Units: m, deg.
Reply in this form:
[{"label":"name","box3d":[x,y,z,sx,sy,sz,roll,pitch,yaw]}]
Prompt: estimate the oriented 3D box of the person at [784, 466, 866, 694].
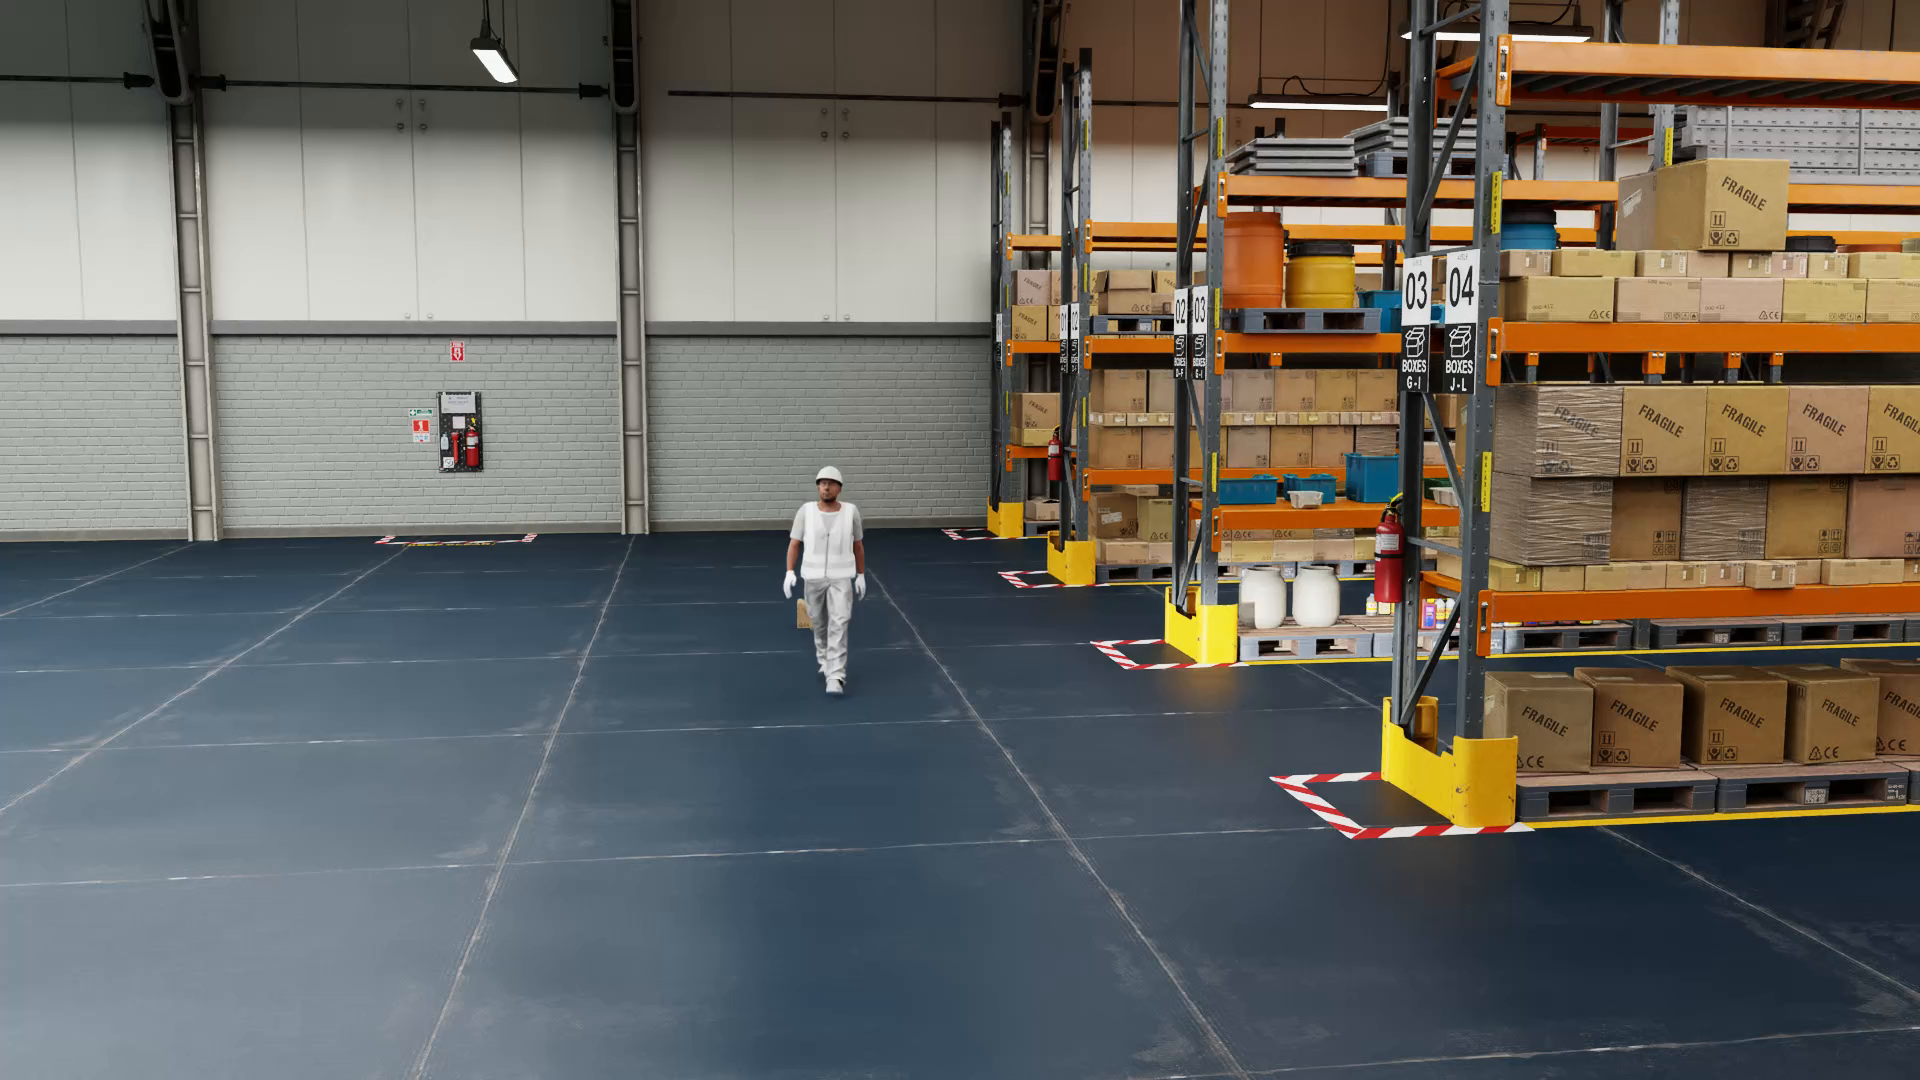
[{"label":"person","box3d":[-1.056,0.296,13.002,0.604,1.740,1.054,0,6,2]}]
